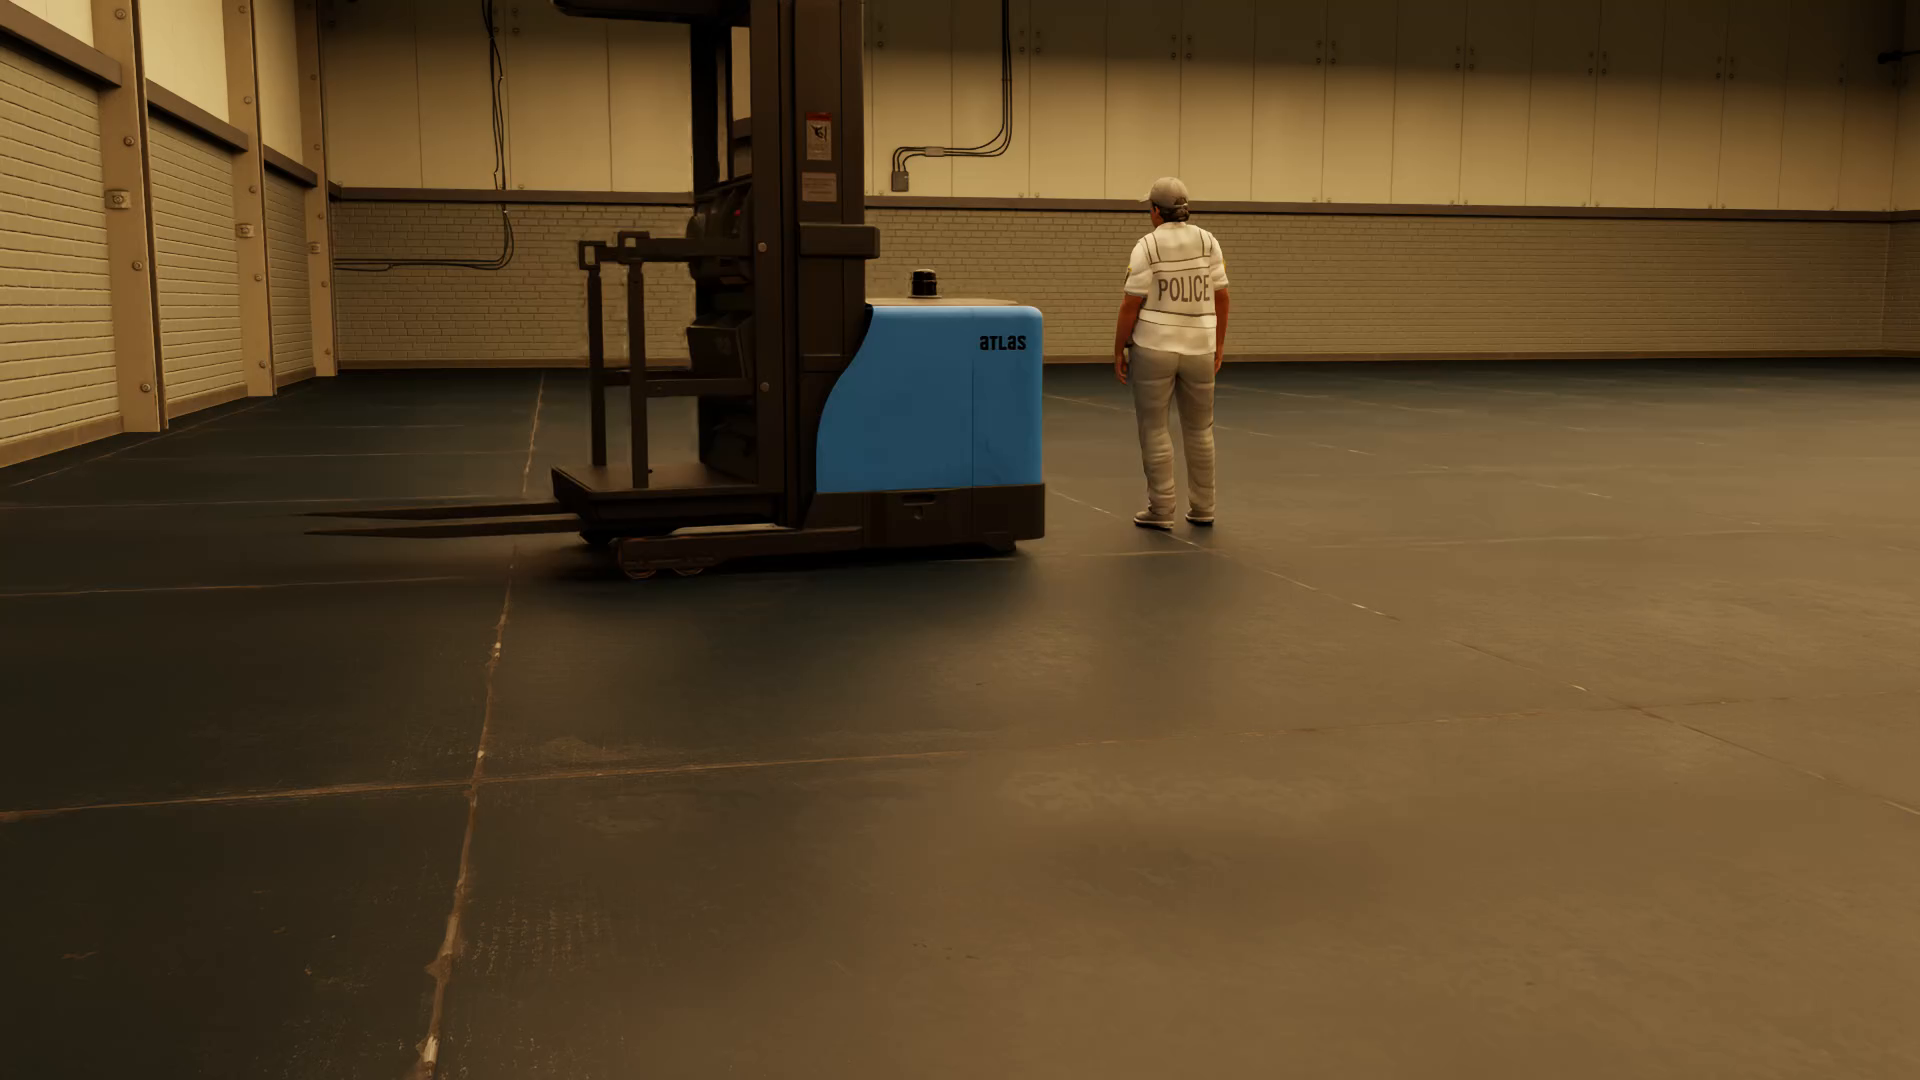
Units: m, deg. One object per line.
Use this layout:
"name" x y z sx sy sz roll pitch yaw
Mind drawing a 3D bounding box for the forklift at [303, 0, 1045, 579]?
"forklift" -1.198 -1.379 6.984 3.031 2.935 1.130 -3 9 -21

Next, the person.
"person" 1.014 -0.898 8.059 0.599 1.670 0.529 -2 8 -13
